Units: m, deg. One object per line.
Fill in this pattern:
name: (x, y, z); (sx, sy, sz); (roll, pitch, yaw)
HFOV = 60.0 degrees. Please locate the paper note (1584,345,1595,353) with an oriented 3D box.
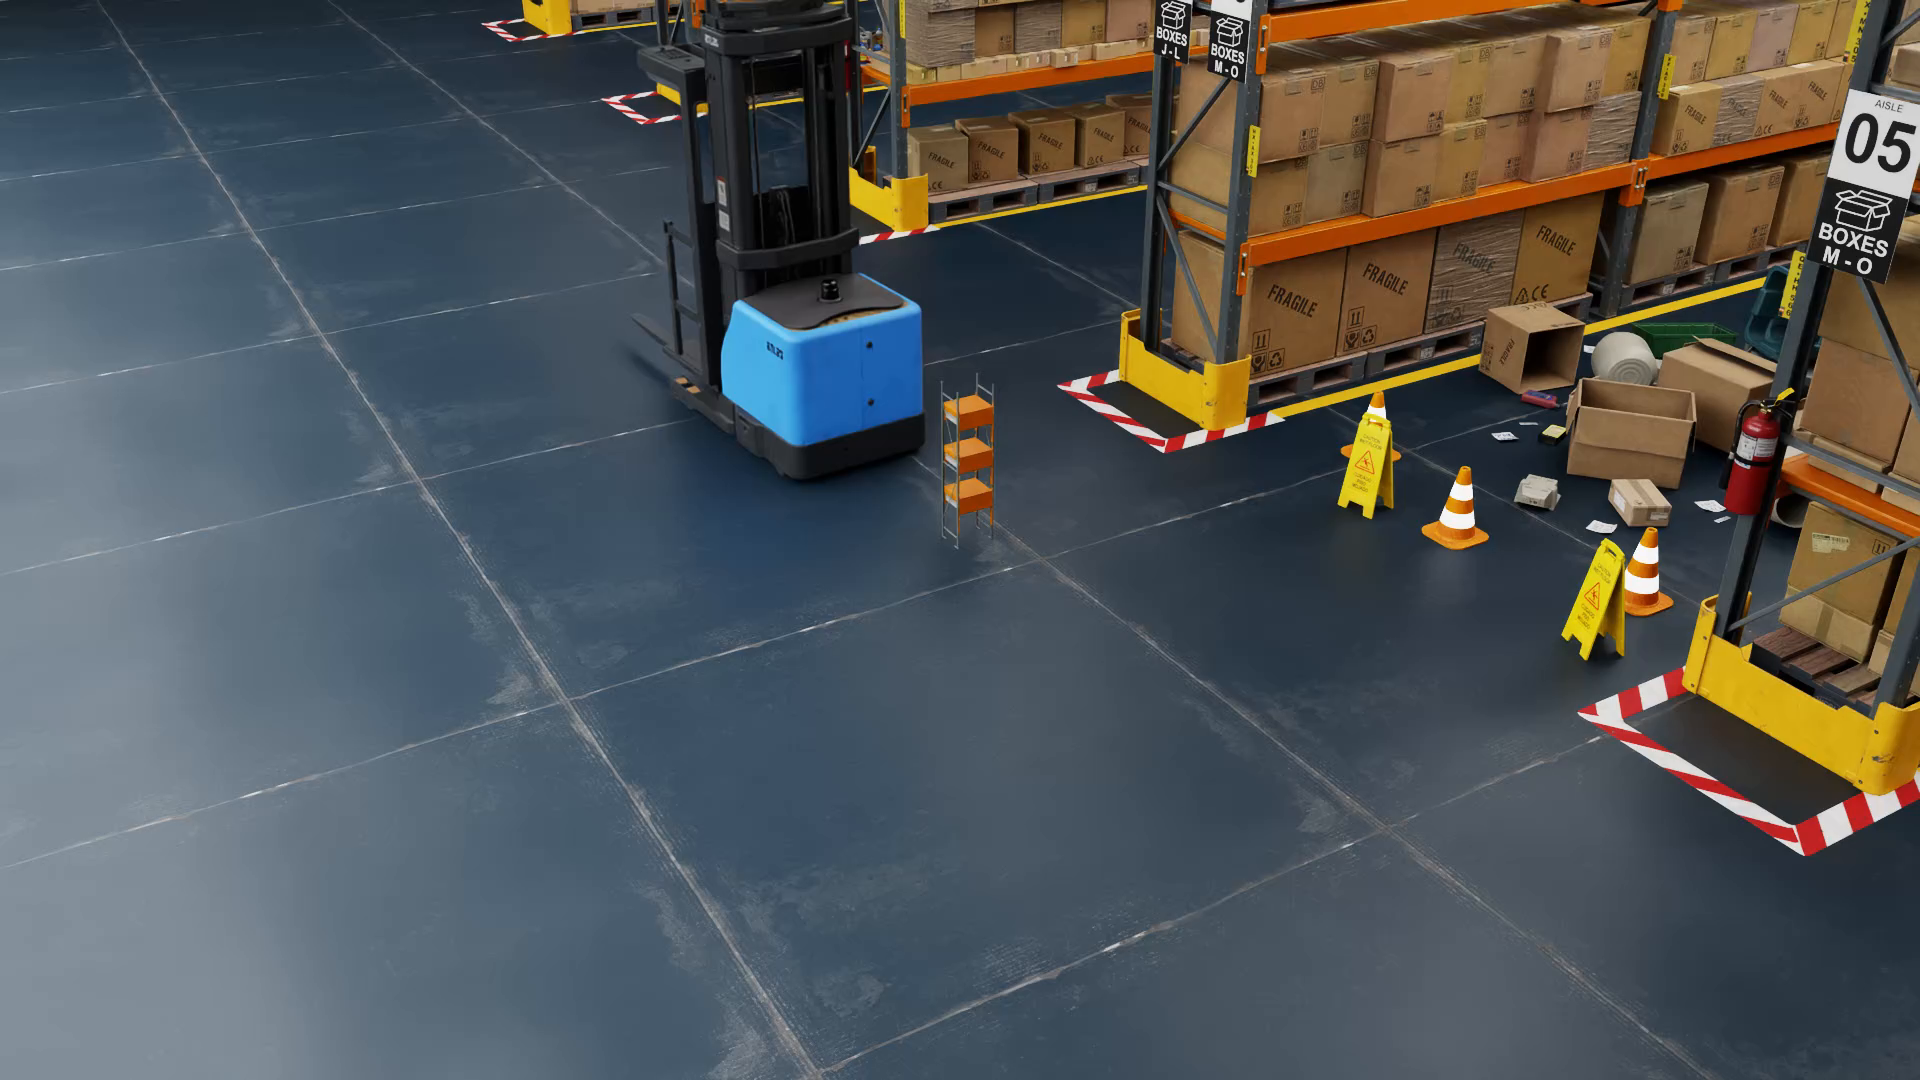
paper note: (4.969, -1.499, 13.032); (0.147, 0.020, 0.142); (10, 30, 17)

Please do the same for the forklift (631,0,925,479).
forklift: (-1.476, -2.345, 11.564); (1.130, 2.935, 3.031); (-18, 34, -29)

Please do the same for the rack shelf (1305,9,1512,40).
rack shelf: (4.388, -5.606, 18.146); (4.000, 0.370, 1.077); (-16, 33, -26)

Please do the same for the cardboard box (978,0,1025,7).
cardboard box: (0.262, -5.205, 15.228); (0.500, 0.500, 0.500); (-16, 33, -26)

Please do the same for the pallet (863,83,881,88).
pallet: (-1.499, -5.826, 20.687); (1.213, 0.211, 1.003); (-16, 33, -26)

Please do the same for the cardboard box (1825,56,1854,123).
cardboard box: (7.424, -3.897, 14.202); (0.500, 0.500, 0.500); (-16, 33, -27)

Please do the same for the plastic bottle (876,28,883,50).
plastic bottle: (-1.022, -6.370, 21.155); (0.097, 0.271, 0.097); (0, 29, 0)

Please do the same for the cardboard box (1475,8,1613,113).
cardboard box: (4.339, -3.620, 12.530); (0.550, 0.550, 0.875); (-16, 33, -26)

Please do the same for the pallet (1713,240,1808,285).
pallet: (6.770, -2.640, 14.914); (1.213, 0.211, 1.003); (-16, 33, -26)

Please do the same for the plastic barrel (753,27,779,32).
plastic barrel: (-2.333, -5.926, 20.122); (0.421, 0.512, 0.421); (0, 29, 0)

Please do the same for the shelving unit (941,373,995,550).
shelving unit: (0.046, -0.473, 10.118); (0.252, 1.050, 0.215); (-16, 33, -26)

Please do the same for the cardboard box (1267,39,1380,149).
cardboard box: (2.408, -3.147, 11.674); (0.550, 0.550, 0.875); (-16, 33, -26)

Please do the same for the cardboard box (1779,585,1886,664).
cardboard box: (4.817, 0.380, 8.966); (0.500, 0.250, 0.500); (-16, 33, -27)

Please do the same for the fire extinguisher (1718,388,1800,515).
fire extinguisher: (3.904, -0.454, 8.146); (0.183, 0.674, 0.296); (-16, 33, -26)

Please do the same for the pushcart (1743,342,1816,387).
pushcart: (6.486, -1.093, 11.937); (1.648, 0.377, 0.936); (22, 36, 34)

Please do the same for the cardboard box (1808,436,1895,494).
cardboard box: (4.450, -0.395, 8.219); (0.250, 0.149, 0.380); (-15, 32, -25)

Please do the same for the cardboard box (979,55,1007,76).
cardboard box: (0.235, -4.491, 15.641); (0.250, 0.149, 0.380); (-16, 33, -26)

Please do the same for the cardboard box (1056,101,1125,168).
cardboard box: (1.313, -4.112, 16.846); (0.500, 0.500, 0.500); (-19, 34, -31)

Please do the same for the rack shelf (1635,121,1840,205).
rack shelf: (6.814, -3.515, 14.358); (4.000, 0.370, 1.077); (-16, 33, -26)

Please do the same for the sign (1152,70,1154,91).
sign: (1.378, -3.201, 11.601); (0.005, 0.325, 0.100); (-16, 33, -26)

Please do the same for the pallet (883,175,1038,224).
pallet: (-0.001, -3.434, 16.352); (1.213, 0.211, 1.003); (-16, 33, -26)

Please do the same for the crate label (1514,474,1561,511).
crate label: (3.744, -0.311, 10.769); (0.250, 0.136, 0.298); (15, 32, 26)

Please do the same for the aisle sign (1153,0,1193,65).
aisle sign: (1.428, -3.607, 11.089); (0.004, 0.787, 0.394); (-16, 33, -26)

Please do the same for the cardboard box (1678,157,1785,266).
cardboard box: (6.413, -2.963, 14.507); (0.750, 0.750, 1.050); (-16, 33, -26)

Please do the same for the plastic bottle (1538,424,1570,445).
plastic bottle: (4.165, -0.748, 11.641); (0.133, 0.061, 0.283); (22, 36, 34)

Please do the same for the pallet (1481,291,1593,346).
pallet: (4.394, -1.966, 13.692); (1.213, 0.211, 1.003); (-16, 33, -26)

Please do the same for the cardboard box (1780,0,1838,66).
cardboard box: (6.829, -4.319, 13.932); (0.500, 0.500, 0.700); (-16, 33, -27)

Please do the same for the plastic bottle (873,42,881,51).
plastic bottle: (-1.017, -5.986, 20.458); (0.097, 0.271, 0.097); (0, 29, 0)

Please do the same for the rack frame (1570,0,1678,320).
rack frame: (5.089, -3.340, 13.297); (0.127, 3.000, 1.000); (-16, 33, -26)

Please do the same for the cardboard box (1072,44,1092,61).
cardboard box: (1.072, -4.756, 16.122); (0.250, 0.149, 0.380); (-16, 33, -26)

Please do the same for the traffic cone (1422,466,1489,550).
traffic cone: (3.097, -0.235, 10.295); (0.334, 0.463, 0.336); (-16, 33, -26)

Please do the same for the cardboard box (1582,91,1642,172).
cardboard box: (4.777, -3.311, 13.088); (0.550, 0.550, 0.875); (-16, 33, -26)

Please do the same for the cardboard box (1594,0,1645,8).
cardboard box: (7.490, -6.039, 19.952); (0.875, 0.875, 1.225); (-16, 33, -26)

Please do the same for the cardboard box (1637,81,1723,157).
cardboard box: (5.679, -3.401, 13.303); (0.500, 0.500, 0.500); (-15, 32, -26)

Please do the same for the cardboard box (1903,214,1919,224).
cardboard box: (5.006, -1.272, 8.103); (0.500, 0.500, 0.700); (-16, 32, -26)

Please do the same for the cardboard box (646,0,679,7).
cardboard box: (-4.365, -7.845, 23.870); (0.500, 0.250, 0.500); (-16, 33, -26)

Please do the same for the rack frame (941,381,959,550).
rack frame: (-0.059, -0.443, 10.064); (0.008, 1.050, 0.200); (-16, 33, -26)

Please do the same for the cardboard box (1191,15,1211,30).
cardboard box: (2.244, -5.521, 16.837); (0.500, 0.500, 0.875); (-16, 33, -26)

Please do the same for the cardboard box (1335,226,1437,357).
cardboard box: (2.950, -2.025, 12.677); (0.875, 0.875, 0.875); (-16, 33, -27)

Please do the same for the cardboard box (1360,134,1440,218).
cardboard box: (2.947, -2.765, 12.099); (0.550, 0.550, 0.875); (-16, 33, -26)

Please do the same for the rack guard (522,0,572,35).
rack guard: (-5.821, -7.480, 23.384); (0.348, 0.500, 1.175); (-16, 33, -26)

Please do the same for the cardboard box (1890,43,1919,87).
cardboard box: (4.378, -2.082, 7.347); (0.250, 0.149, 0.380); (-16, 32, -26)

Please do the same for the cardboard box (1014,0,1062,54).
cardboard box: (0.526, -5.026, 15.940); (0.500, 0.500, 0.875); (-16, 33, -26)

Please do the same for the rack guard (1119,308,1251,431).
rack guard: (1.620, -1.261, 12.116); (0.348, 0.500, 1.175); (-16, 33, -26)

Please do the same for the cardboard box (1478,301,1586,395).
cardboard box: (4.271, -1.440, 12.437); (0.500, 0.500, 0.500); (-10, 30, -18)

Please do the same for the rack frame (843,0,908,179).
rack frame: (-0.785, -4.452, 15.311); (0.127, 3.000, 1.000); (-16, 33, -26)
